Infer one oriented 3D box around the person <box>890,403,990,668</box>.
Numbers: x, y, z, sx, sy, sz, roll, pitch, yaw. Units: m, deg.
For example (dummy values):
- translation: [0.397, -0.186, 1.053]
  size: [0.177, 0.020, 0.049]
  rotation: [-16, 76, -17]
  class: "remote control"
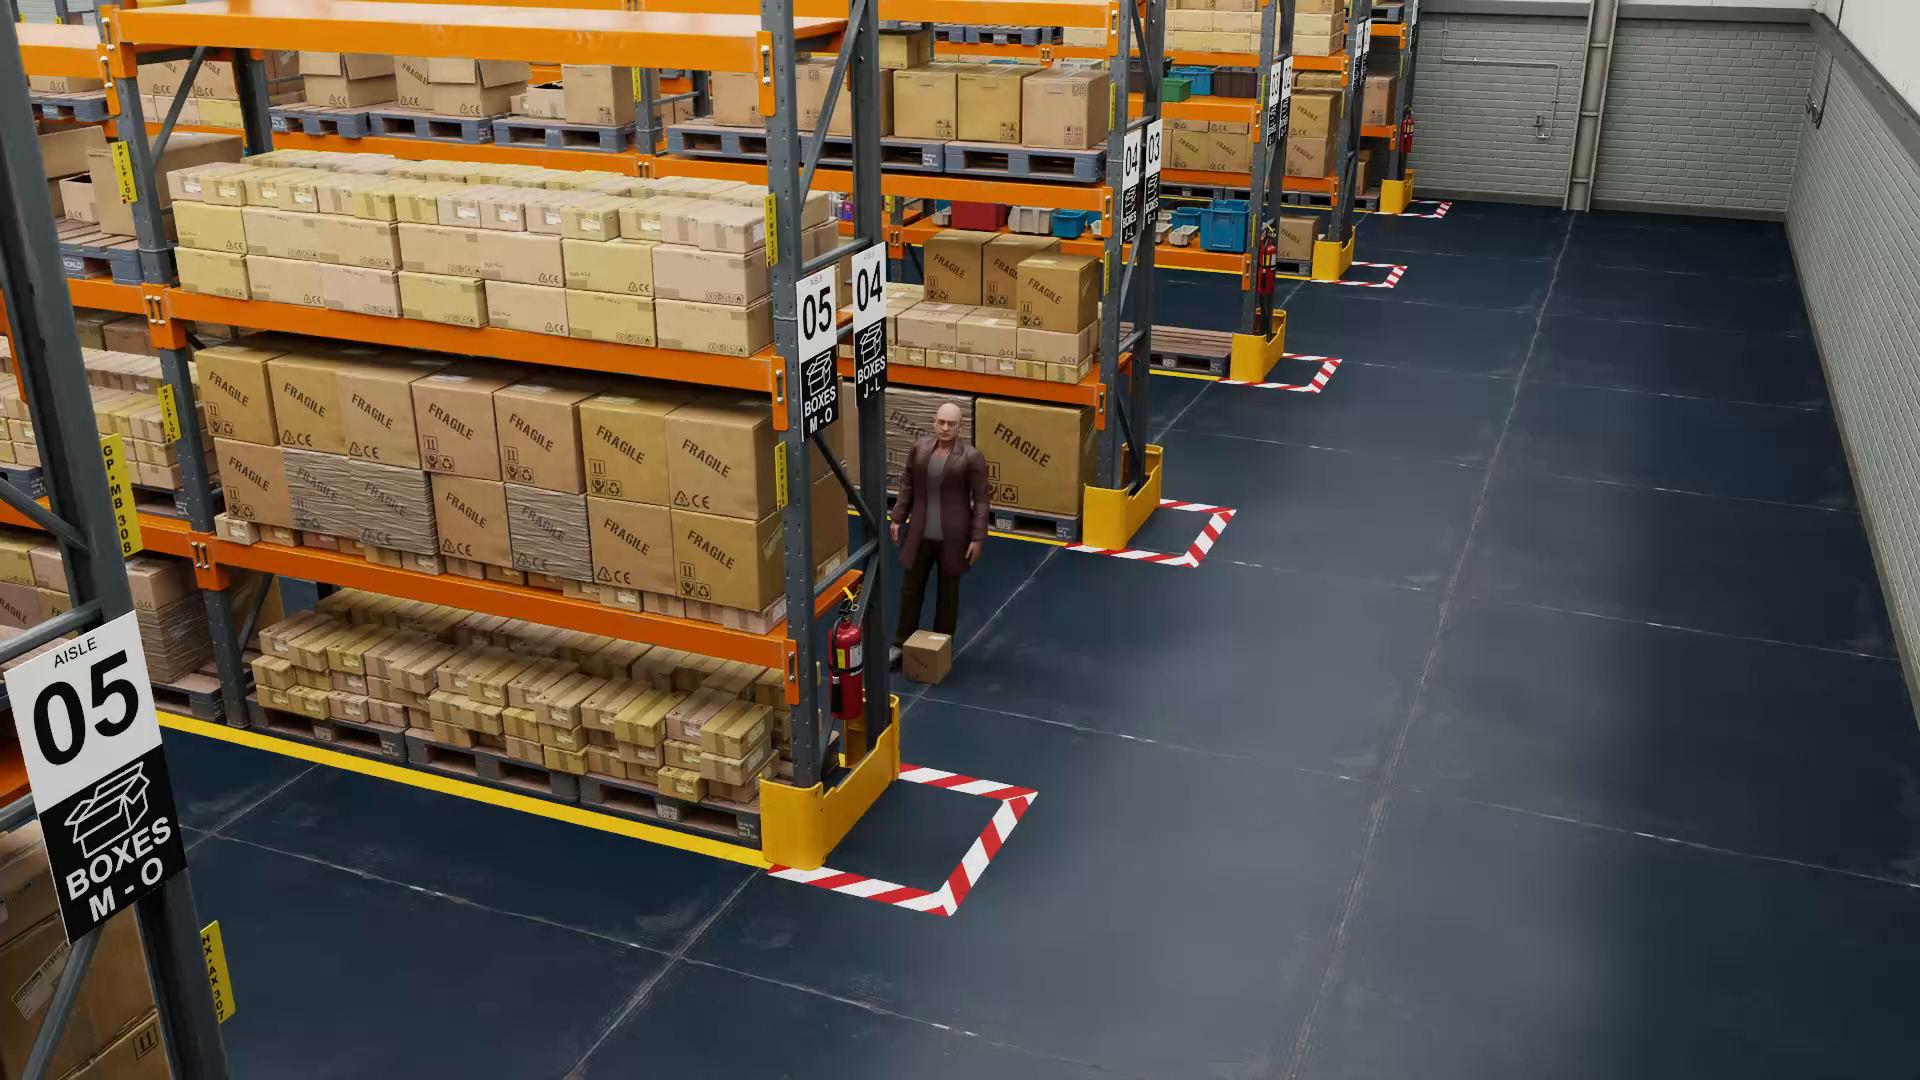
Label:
- translation: [-0.169, -0.008, 10.959]
  size: [0.697, 1.776, 0.581]
  rotation: [9, 24, 20]
  class: "person"
